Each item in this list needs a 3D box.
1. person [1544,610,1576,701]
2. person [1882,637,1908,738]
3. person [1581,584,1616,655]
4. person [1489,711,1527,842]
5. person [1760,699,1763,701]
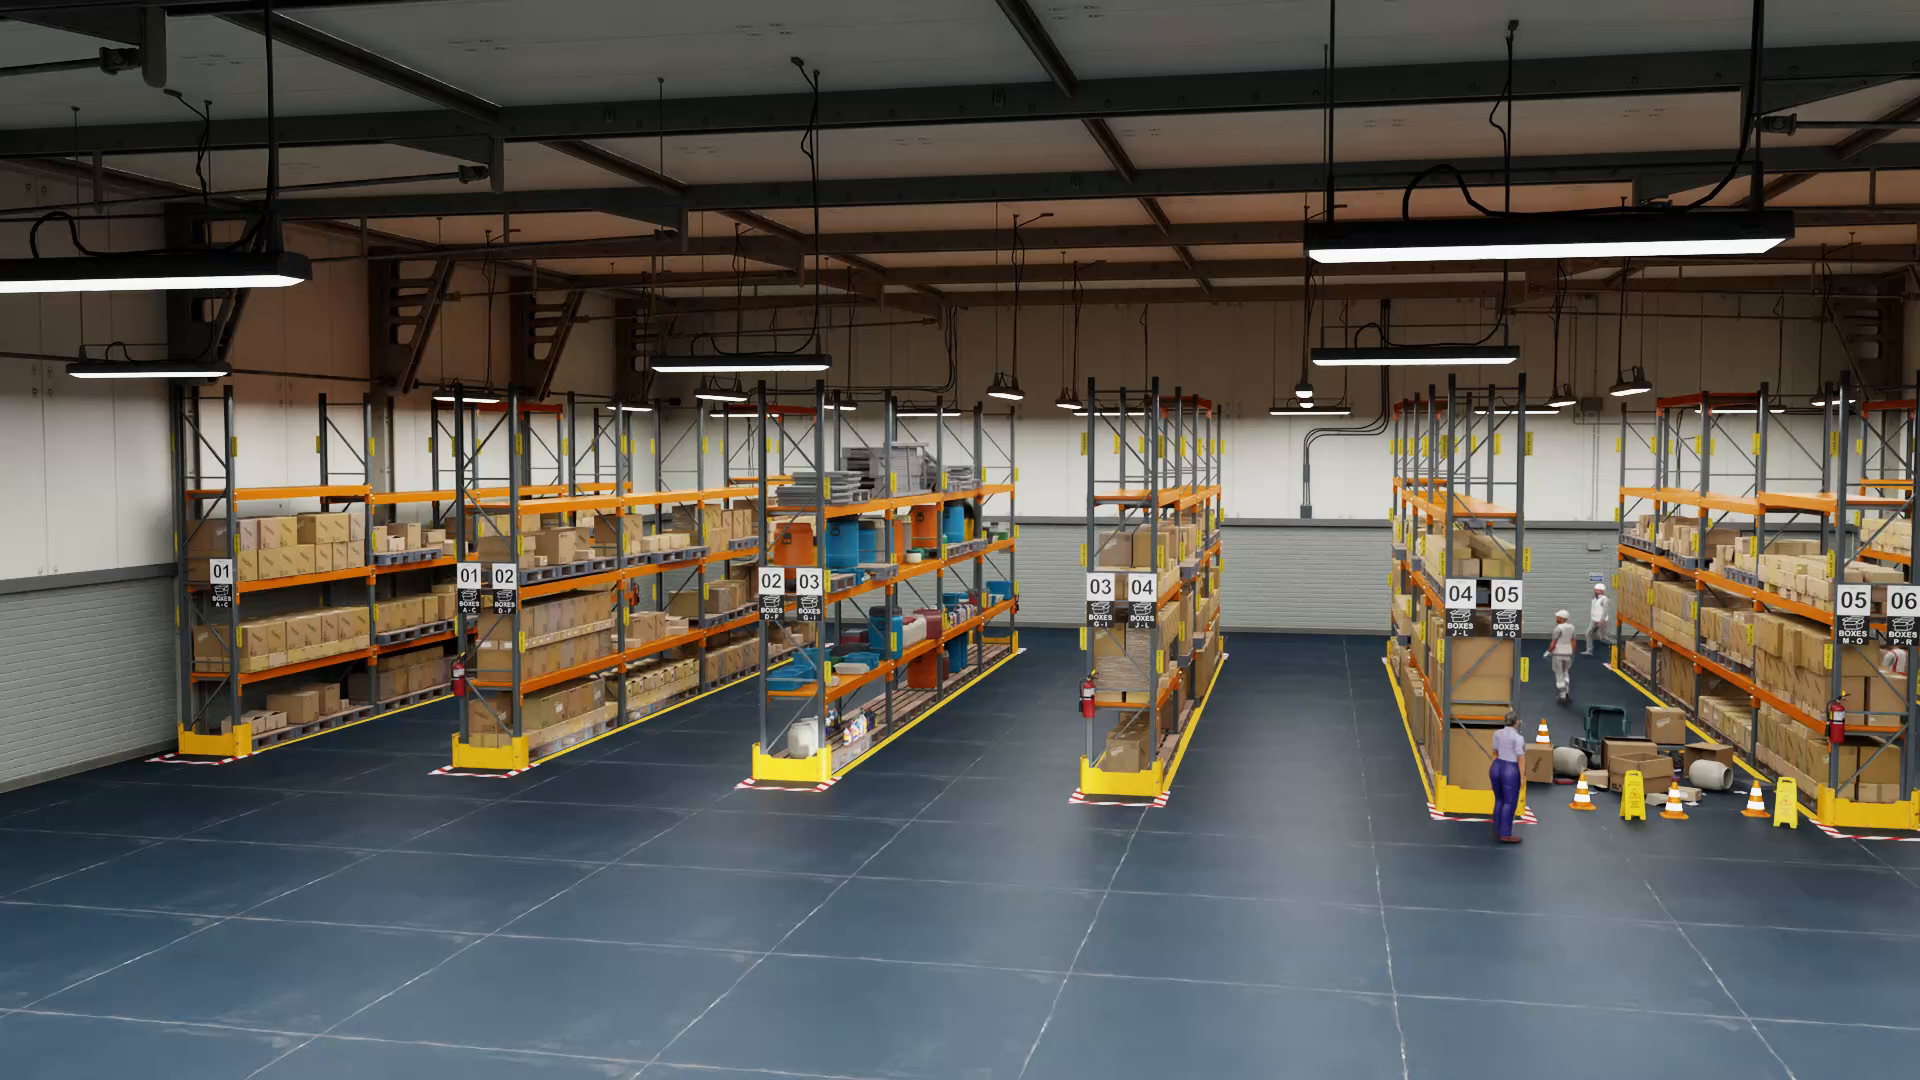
[{"bbox_3d":[11.801,2.276,32.656,0.619,1.822,0.542,0,3,0],"label":"person"},{"bbox_3d":[16.004,2.505,28.548,0.613,1.822,0.542,0,3,1],"label":"person"},{"bbox_3d":[15.317,1.903,39.750,0.908,1.729,0.557,0,3,-4],"label":"person"},{"bbox_3d":[6.984,2.994,21.104,0.421,1.661,0.483,-2,4,-28],"label":"person"},{"bbox_3d":[15.924,2.303,32.613,0.603,1.777,0.455,-3,4,-42],"label":"person"}]
